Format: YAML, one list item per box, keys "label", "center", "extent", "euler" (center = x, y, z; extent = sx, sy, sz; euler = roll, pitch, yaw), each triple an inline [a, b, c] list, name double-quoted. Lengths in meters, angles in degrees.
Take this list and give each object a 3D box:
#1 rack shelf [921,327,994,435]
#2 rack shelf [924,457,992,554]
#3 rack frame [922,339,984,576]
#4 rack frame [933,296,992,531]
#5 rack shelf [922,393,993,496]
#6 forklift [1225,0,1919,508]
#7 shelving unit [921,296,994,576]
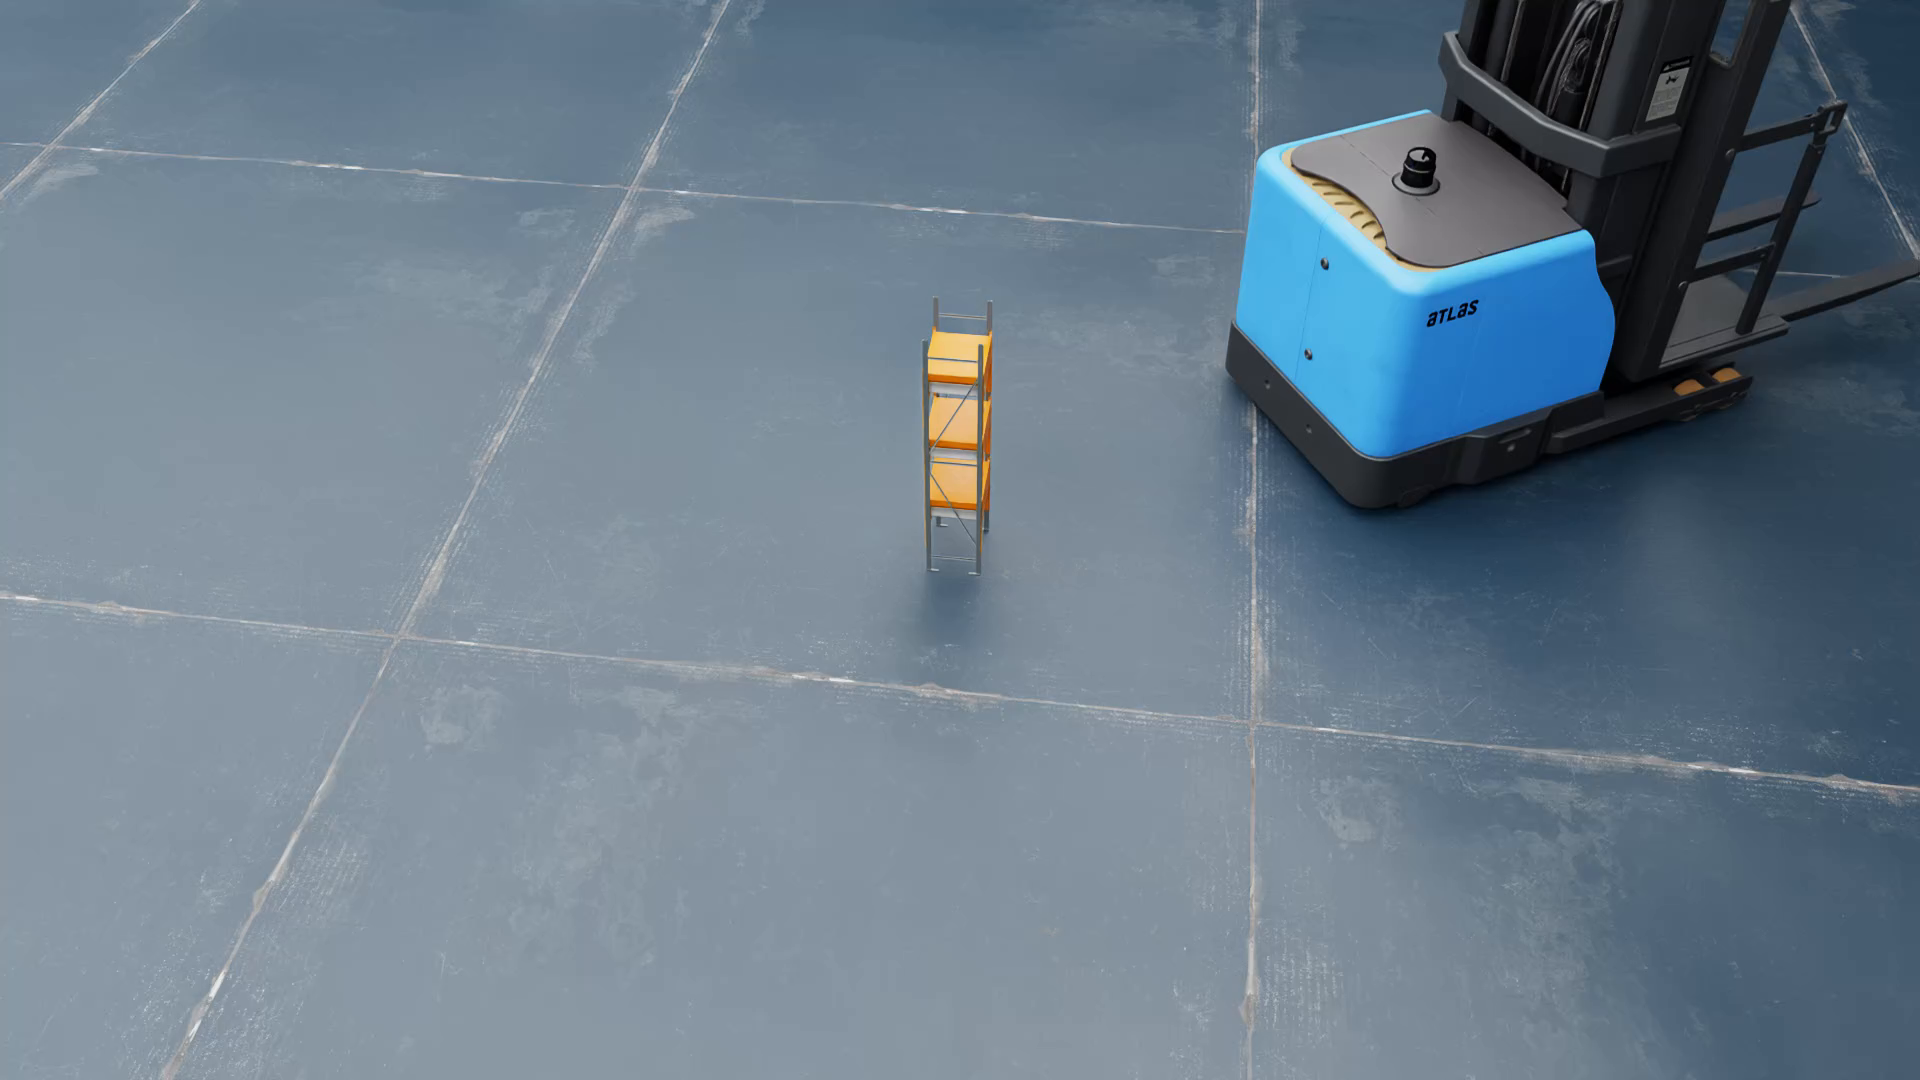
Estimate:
- label: "rack shelf"
  center: [-0.007, -0.543, 5.663]
  extent: [0.215, 0.259, 0.240]
  euler: [5, 44, 6]
- label: "rack shelf"
  center: [-0.007, -0.135, 6.049]
  extent: [0.215, 0.259, 0.240]
  euler: [5, 44, 6]
- label: "rack frame"
  center: [-0.023, -0.262, 5.763]
  extent: [0.200, 1.050, 0.008]
  euler: [5, 44, 6]
- label: "rack frame"
  center: [0.009, -0.428, 5.938]
  extent: [0.200, 1.050, 0.008]
  euler: [5, 44, 6]
- label: "rack shelf"
  center: [-0.007, -0.337, 5.858]
  extent: [0.215, 0.259, 0.240]
  euler: [5, 44, 6]
- label: "forklift"
  center: [2.663, -1.863, 6.086]
  extent: [3.031, 2.935, 1.130]
  euler: [-17, 46, -17]
- label: "shelving unit"
  center: [-0.007, -0.345, 5.851]
  extent: [0.215, 1.050, 0.252]
  euler: [5, 44, 6]
